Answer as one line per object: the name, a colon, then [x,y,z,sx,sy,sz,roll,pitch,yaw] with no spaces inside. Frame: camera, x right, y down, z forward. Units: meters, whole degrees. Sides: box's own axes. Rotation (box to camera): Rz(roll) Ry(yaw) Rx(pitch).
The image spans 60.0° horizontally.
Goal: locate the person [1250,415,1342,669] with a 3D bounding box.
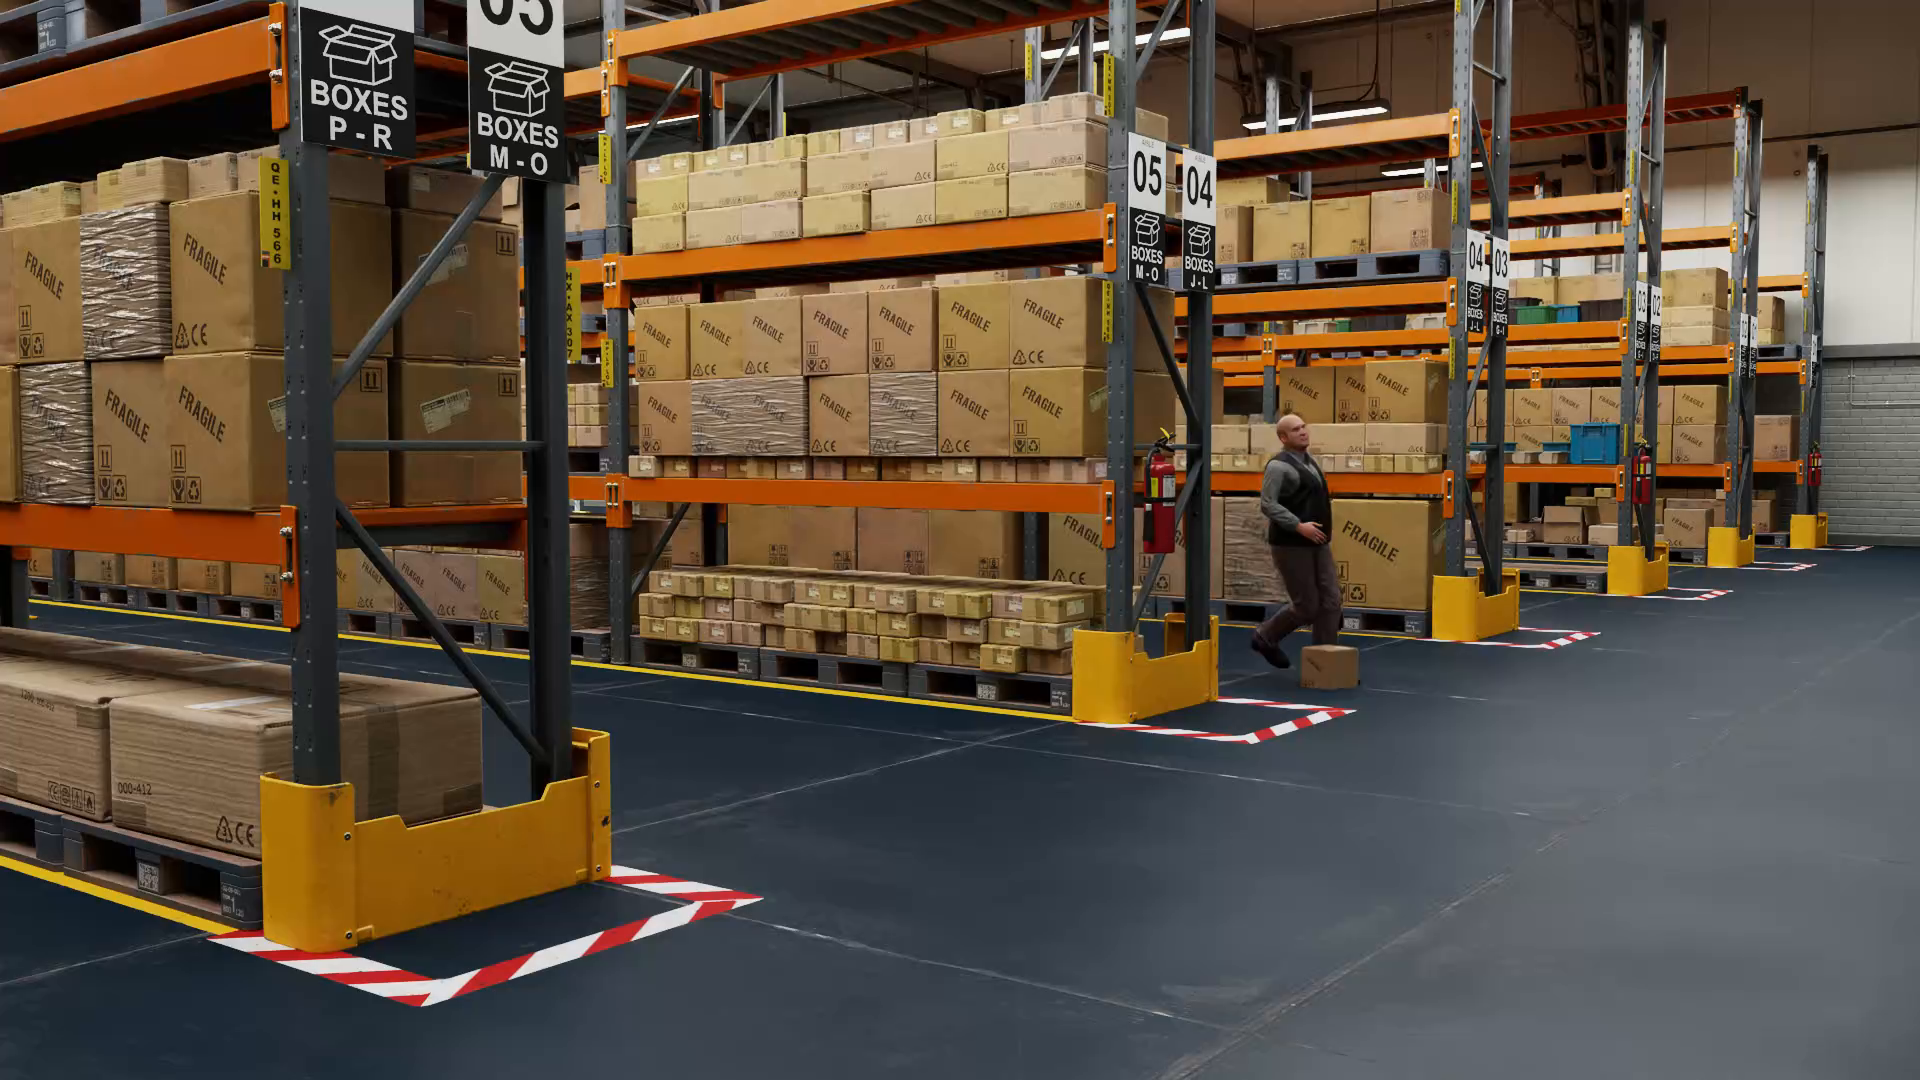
person: [2.127,0.064,10.628,0.704,1.725,0.695,3,4,42]
